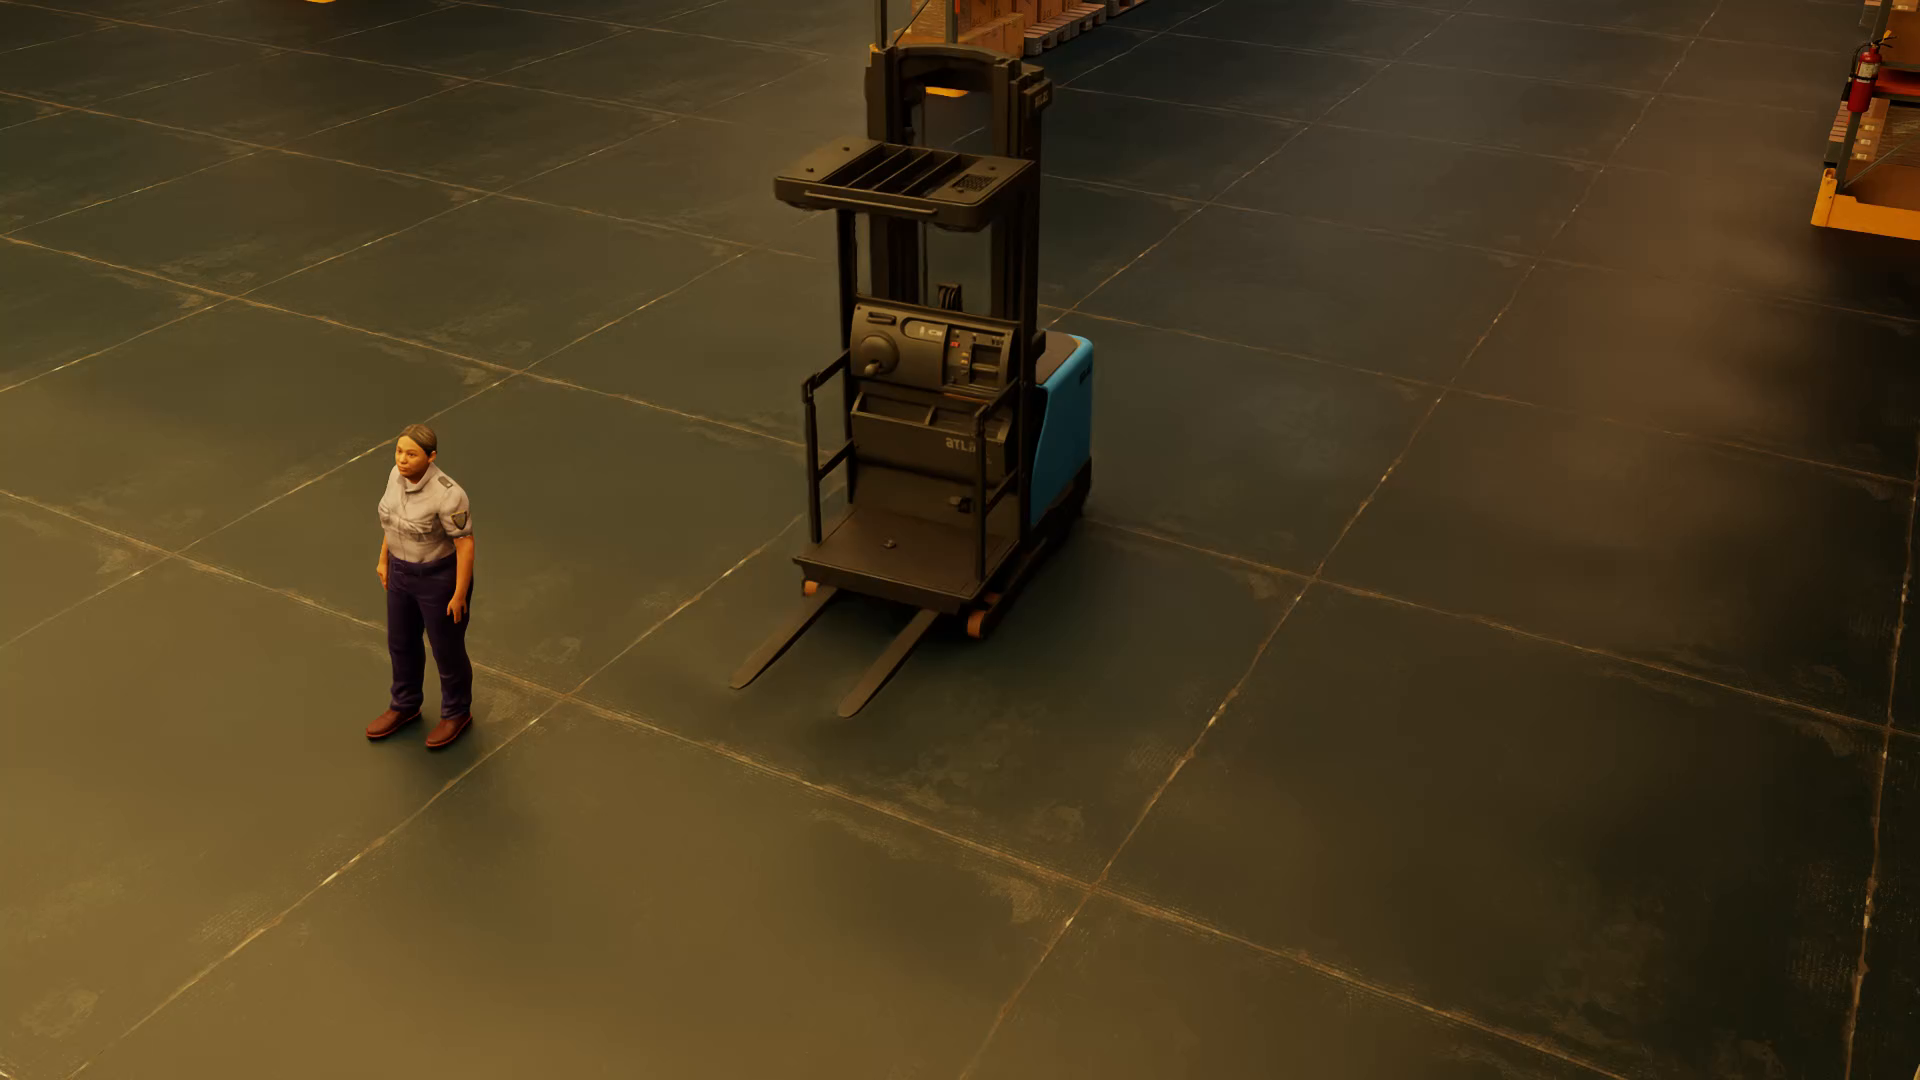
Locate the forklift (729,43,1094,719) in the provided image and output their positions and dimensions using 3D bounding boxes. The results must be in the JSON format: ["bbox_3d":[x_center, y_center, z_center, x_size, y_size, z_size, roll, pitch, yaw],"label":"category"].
[{"bbox_3d":[-0.241,-0.973,8.756,1.130,2.935,3.031,12,32,20],"label":"forklift"}]

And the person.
[{"bbox_3d":[-2.609,0.235,7.934,0.594,1.651,0.500,17,34,28],"label":"person"}]
